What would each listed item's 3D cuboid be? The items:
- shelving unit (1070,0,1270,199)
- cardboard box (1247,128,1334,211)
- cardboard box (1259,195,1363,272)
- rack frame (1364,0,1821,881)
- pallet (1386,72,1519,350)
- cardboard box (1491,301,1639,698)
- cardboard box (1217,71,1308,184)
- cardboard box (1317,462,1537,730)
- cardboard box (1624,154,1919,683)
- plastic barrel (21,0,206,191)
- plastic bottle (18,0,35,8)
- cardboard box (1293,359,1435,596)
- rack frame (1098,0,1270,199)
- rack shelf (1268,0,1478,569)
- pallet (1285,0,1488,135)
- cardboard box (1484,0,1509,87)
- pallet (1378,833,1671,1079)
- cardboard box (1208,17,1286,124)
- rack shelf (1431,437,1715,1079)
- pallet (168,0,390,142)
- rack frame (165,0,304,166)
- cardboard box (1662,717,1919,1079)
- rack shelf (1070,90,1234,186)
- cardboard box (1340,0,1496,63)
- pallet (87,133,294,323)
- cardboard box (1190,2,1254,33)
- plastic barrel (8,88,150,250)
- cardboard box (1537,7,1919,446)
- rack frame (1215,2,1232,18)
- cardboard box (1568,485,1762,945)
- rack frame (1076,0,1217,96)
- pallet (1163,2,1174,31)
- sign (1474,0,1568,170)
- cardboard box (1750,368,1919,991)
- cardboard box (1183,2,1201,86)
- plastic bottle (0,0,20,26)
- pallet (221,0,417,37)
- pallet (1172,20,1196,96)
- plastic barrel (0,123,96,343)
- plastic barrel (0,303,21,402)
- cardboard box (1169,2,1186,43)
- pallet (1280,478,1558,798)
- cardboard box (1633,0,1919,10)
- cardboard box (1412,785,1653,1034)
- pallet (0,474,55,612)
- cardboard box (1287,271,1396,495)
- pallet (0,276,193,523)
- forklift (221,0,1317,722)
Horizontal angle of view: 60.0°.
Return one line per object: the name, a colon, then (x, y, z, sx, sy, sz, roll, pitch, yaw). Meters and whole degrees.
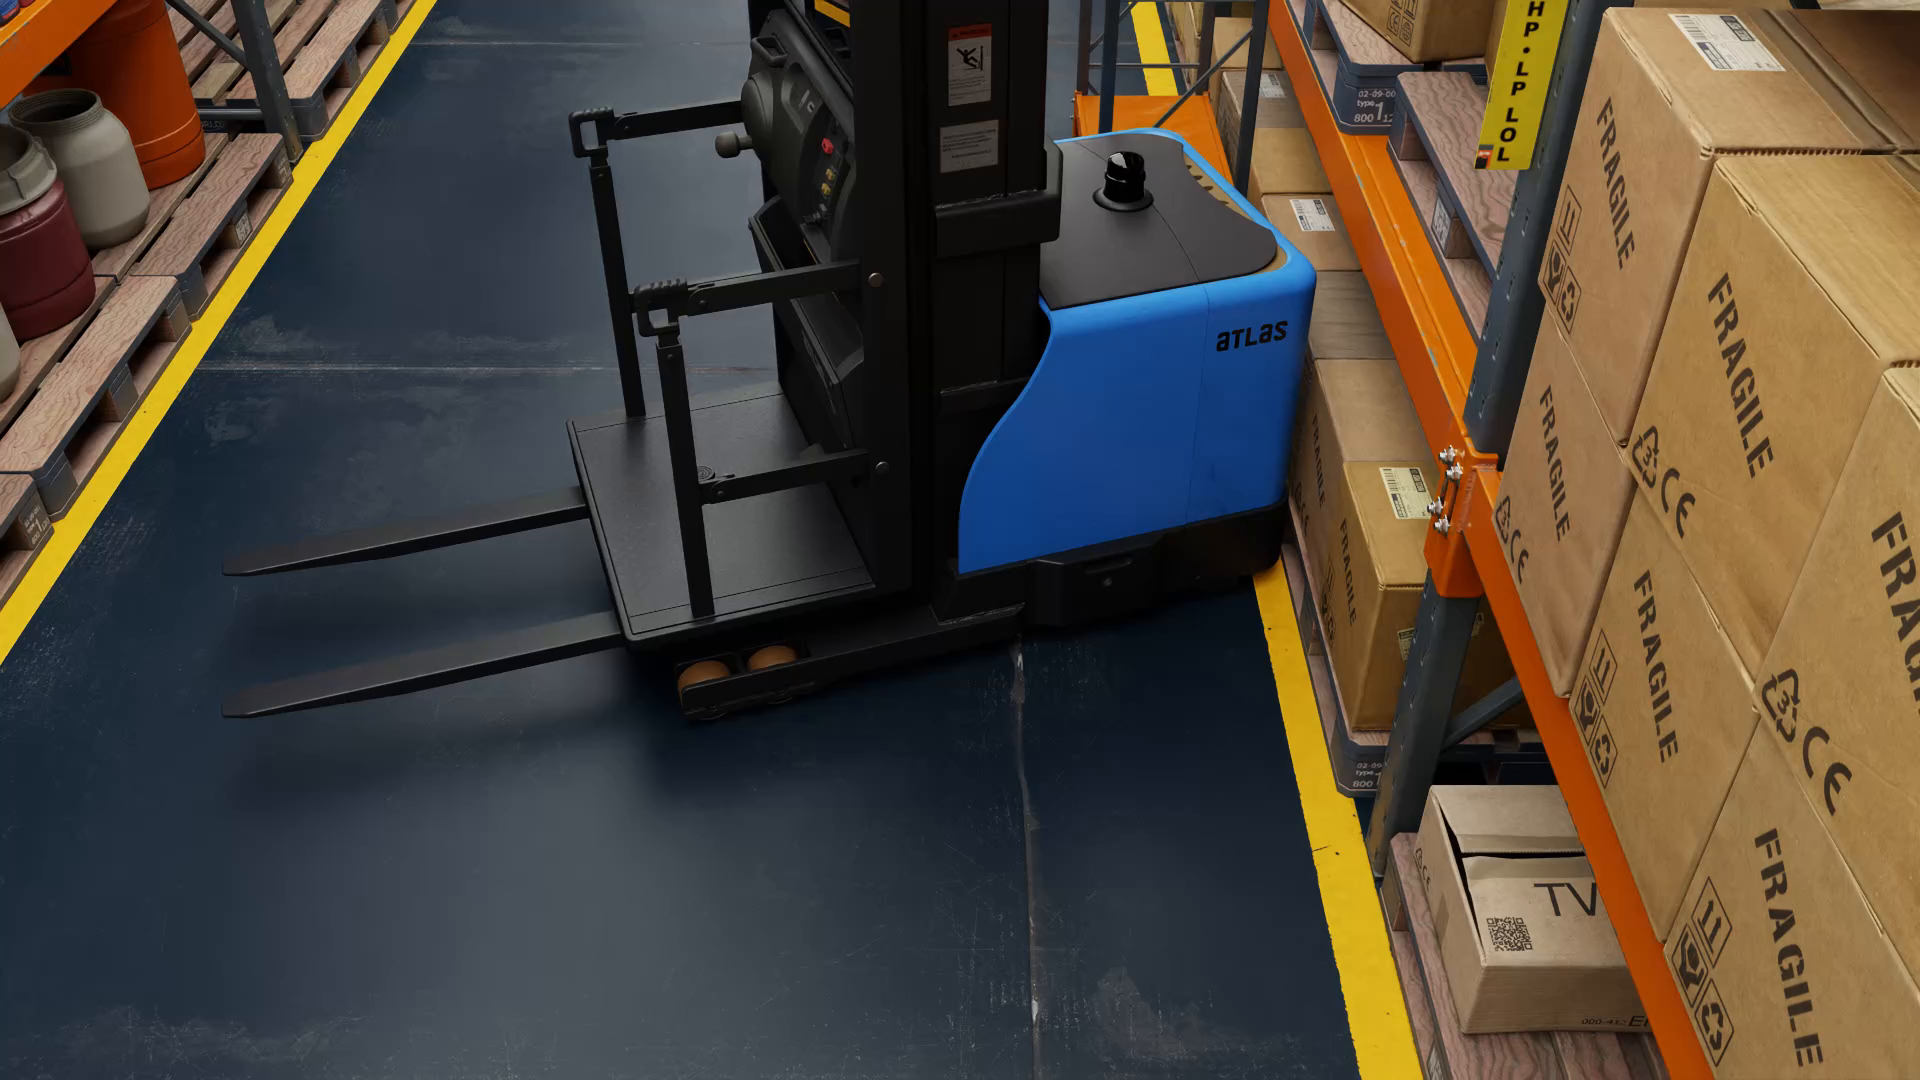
shelving unit: (0.695, -1.463, 5.876, 0.587, 1.500, 1.083, 0, 39, 0)
cardboard box: (1.253, -1.125, 5.903, 0.500, 0.500, 0.500, -1, 39, -1)
cardboard box: (1.258, -0.799, 5.496, 0.500, 0.500, 0.500, -1, 39, -2)
rack frame: (1.541, -0.354, 3.293, 1.000, 3.000, 0.127, 0, 39, 0)
pallet: (1.649, -0.779, 3.976, 1.003, 0.211, 1.213, 0, 39, 0)
cardboard box: (1.269, -0.074, 2.863, 0.500, 0.500, 0.500, 1, 39, 1)
cardboard box: (1.257, -1.439, 6.294, 0.500, 0.500, 0.500, -1, 39, -2)
cardboard box: (1.254, 0.142, 4.322, 0.500, 0.500, 0.500, 0, 39, 0)
cardboard box: (1.261, -0.165, 2.178, 0.500, 0.500, 0.500, -1, 39, -1)
plastic barrel: (-3.400, -1.865, 6.578, 0.600, 0.830, 0.708, 0, 39, 0)
plastic bottle: (-2.989, -1.841, 5.242, 0.061, 0.283, 0.133, 0, 39, 0)
cardboard box: (1.261, -0.167, 4.707, 0.500, 0.500, 0.500, 0, 39, 0)
rack frame: (0.696, -1.151, 5.487, 0.500, 1.500, 0.032, 0, 39, 0)
rack shelf: (1.538, -1.324, 5.078, 1.077, 0.370, 4.000, 0, 39, 0)
pallet: (1.543, -1.564, 4.957, 1.003, 0.211, 1.213, 0, 39, 0)
cardboard box: (1.700, -1.283, 4.037, 0.700, 0.500, 0.500, 6, 39, 7)
pallet: (1.541, 1.164, 3.629, 1.003, 0.211, 1.213, 0, 39, 0)
cardboard box: (1.251, -1.767, 6.703, 0.500, 0.500, 0.500, 2, 39, 2)
rack shelf: (1.543, 1.178, 1.957, 1.077, 0.370, 4.000, 0, 39, 0)
pallet: (-3.379, -2.250, 7.889, 1.003, 0.211, 1.213, 0, 39, 0)
rack frame: (-3.417, -2.854, 6.413, 1.000, 3.000, 0.127, 0, 39, 0)
cardboard box: (1.271, 0.559, 2.074, 0.500, 0.500, 0.500, 0, 39, 0)
rack shelf: (0.695, -1.328, 5.996, 0.538, 0.185, 1.000, 0, 39, 0)
cardboard box: (1.477, -1.661, 4.509, 0.700, 0.500, 0.500, -9, 40, -11)
pallet: (-3.375, -1.273, 6.669, 1.003, 0.211, 1.213, 0, 39, 0)
cardboard box: (1.289, -2.492, 7.376, 0.500, 0.311, 0.500, 1, 39, 1)
plastic barrel: (-3.310, -1.388, 6.237, 0.421, 0.512, 0.421, 0, 39, 0)
cardboard box: (1.260, -0.488, 2.581, 0.500, 0.500, 0.500, 1, 39, 1)
rack frame: (1.536, -2.855, 6.414, 1.000, 3.000, 0.127, 0, 39, 0)
cardboard box: (1.273, 0.246, 2.464, 0.500, 0.500, 0.500, 1, 39, 1)
rack frame: (0.693, -1.787, 6.280, 0.500, 1.500, 0.032, 0, 39, 0)
pallet: (1.576, -3.043, 8.878, 1.003, 0.211, 1.213, 0, 39, 0)
sign: (0.986, -0.803, 2.927, 0.100, 0.325, 0.005, 0, 39, 0)
cardboard box: (1.261, 0.156, 1.777, 0.500, 0.500, 0.500, -1, 39, -1)
cardboard box: (1.292, -2.275, 7.553, 0.500, 0.250, 0.500, 1, 39, 1)
plastic bottle: (-3.030, -1.768, 5.097, 0.144, 0.351, 0.185, 0, 39, 0)
pallet: (-3.378, -3.011, 8.839, 1.003, 0.211, 1.213, 0, 39, 0)
pallet: (1.574, -2.282, 7.929, 1.003, 0.211, 1.213, 0, 39, 0)
plastic barrel: (-3.398, -1.065, 5.772, 0.600, 0.588, 0.708, 0, 39, 0)
plastic barrel: (-3.308, -0.682, 5.356, 0.421, 0.512, 0.421, 0, 39, 0)
cardboard box: (1.287, -2.597, 7.955, 0.500, 0.250, 0.500, 0, 39, -1)
pallet: (1.502, 0.226, 4.799, 1.003, 0.211, 1.213, 0, 39, 0)
cardboard box: (1.764, -0.853, 3.500, 0.700, 0.500, 0.500, -13, 40, -15)
cardboard box: (1.325, 0.786, 3.668, 0.500, 0.311, 0.500, 0, 39, 0)
pallet: (-3.372, 0.253, 4.765, 1.003, 0.211, 1.213, 0, 39, 0)
cardboard box: (1.261, -0.481, 5.099, 0.500, 0.500, 0.500, 0, 39, 1)
pallet: (-3.376, -0.512, 5.720, 1.003, 0.211, 1.213, 0, 39, 0)
forklift: (-0.595, -1.016, 4.174, 3.031, 2.935, 1.130, -12, 40, -15)
